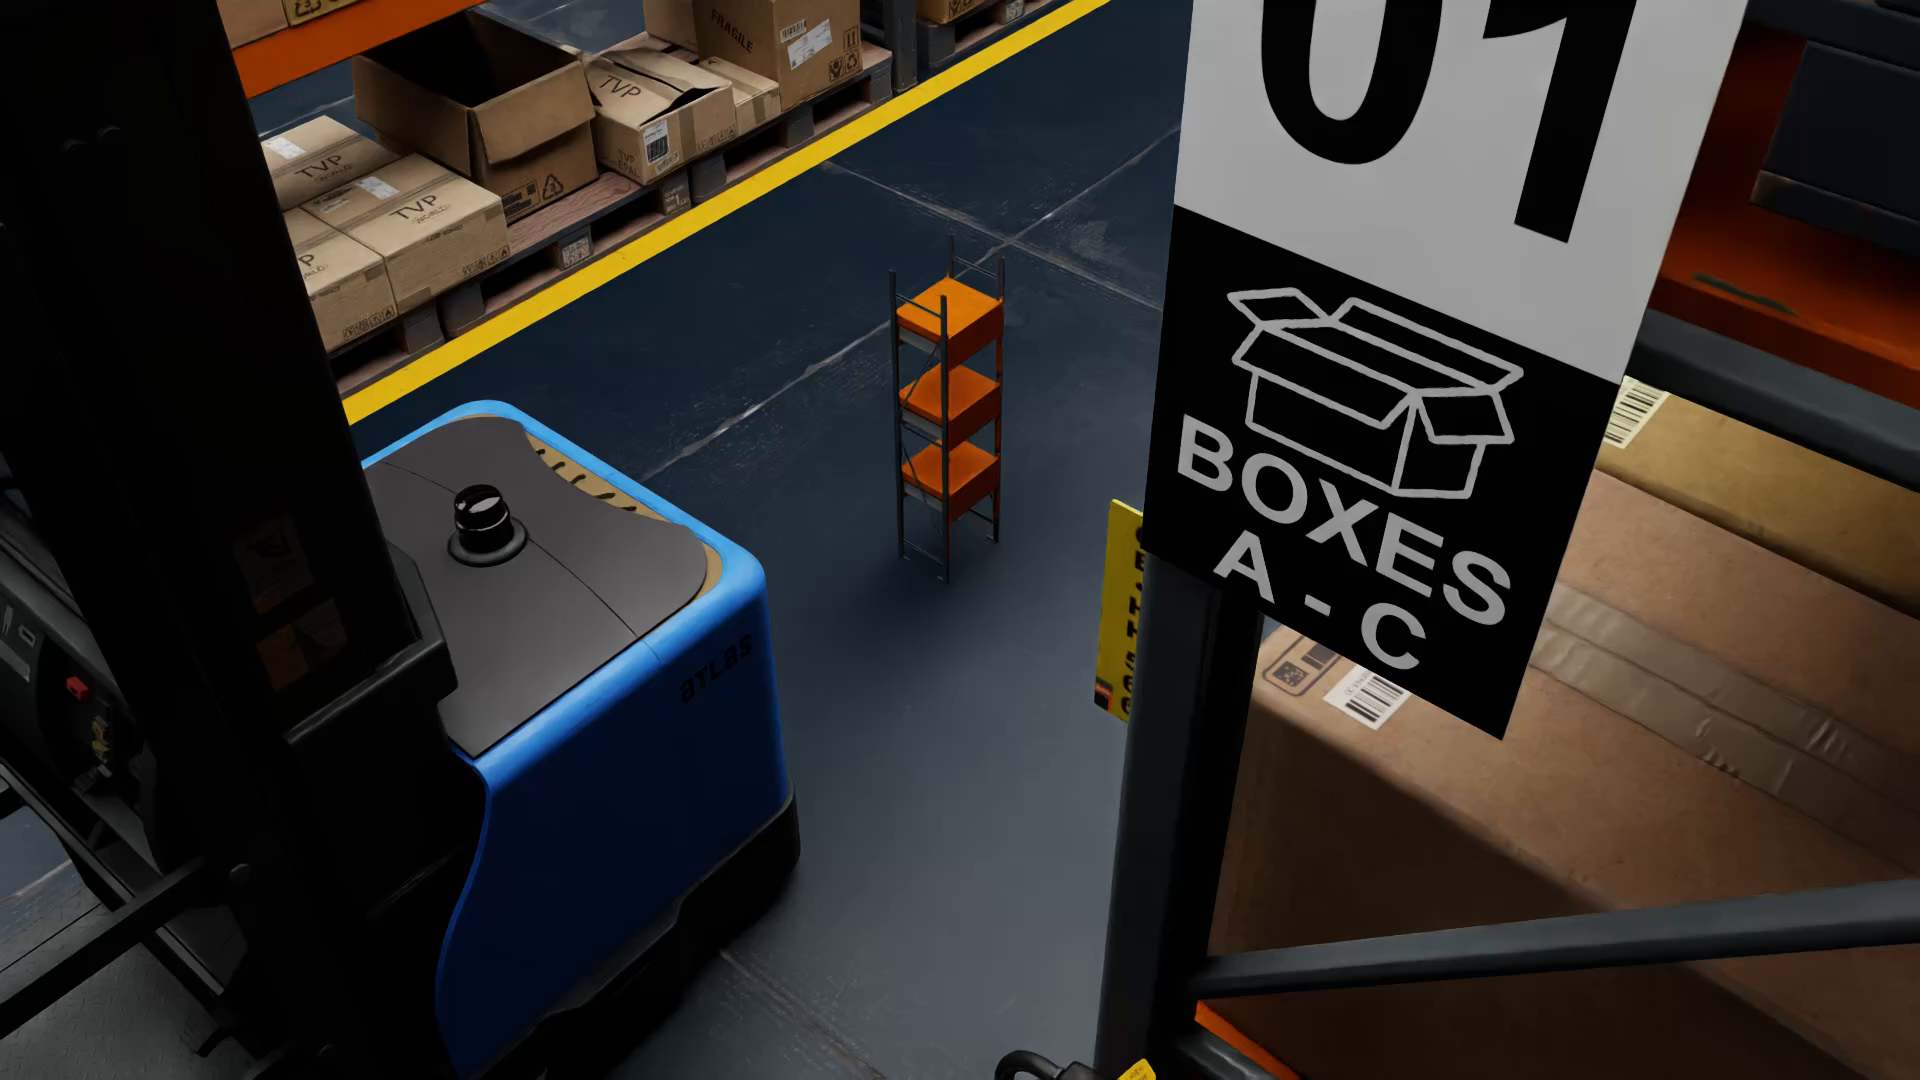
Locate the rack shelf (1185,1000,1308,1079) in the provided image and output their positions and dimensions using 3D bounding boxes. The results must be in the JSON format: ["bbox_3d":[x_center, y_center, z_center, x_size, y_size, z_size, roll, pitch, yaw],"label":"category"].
[{"bbox_3d":[1.895,0.092,3.454,1.077,0.370,4.000,29,50,28],"label":"rack shelf"}]

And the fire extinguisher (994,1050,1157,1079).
[{"bbox_3d":[0.157,0.900,2.365,0.296,0.674,0.183,29,50,28],"label":"fire extinguisher"}]

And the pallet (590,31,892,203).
[{"bbox_3d":[-1.055,-1.962,7.251,1.003,0.211,1.213,29,50,28],"label":"pallet"}]

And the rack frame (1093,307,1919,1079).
[{"bbox_3d":[0.605,0.854,2.081,0.949,2.616,0.053,29,50,28],"label":"rack frame"}]

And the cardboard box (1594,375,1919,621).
[{"bbox_3d":[1.388,0.098,2.689,0.980,0.700,0.700,29,50,28],"label":"cardboard box"}]

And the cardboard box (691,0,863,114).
[{"bbox_3d":[-0.762,-2.169,6.936,0.500,0.500,0.500,29,50,28],"label":"cardboard box"}]

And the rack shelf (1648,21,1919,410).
[{"bbox_3d":[1.895,-1.018,2.445,1.077,0.370,4.000,29,50,28],"label":"rack shelf"}]

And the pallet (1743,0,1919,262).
[{"bbox_3d":[1.077,-0.608,1.525,1.003,0.211,1.213,29,50,28],"label":"pallet"}]

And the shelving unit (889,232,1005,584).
[{"bbox_3d":[-0.034,-0.361,4.867,0.215,1.050,0.252,29,50,28],"label":"shelving unit"}]

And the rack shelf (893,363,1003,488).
[{"bbox_3d":[-0.034,-0.353,4.874,0.215,0.259,0.240,29,50,28],"label":"rack shelf"}]

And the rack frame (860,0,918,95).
[{"bbox_3d":[-0.612,-3.347,6.701,1.000,3.000,0.127,29,50,28],"label":"rack frame"}]

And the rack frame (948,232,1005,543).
[{"bbox_3d":[0.044,-0.424,4.936,0.200,1.050,0.008,29,50,28],"label":"rack frame"}]

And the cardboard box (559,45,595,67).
[{"bbox_3d":[-1.597,-1.889,6.877,0.380,0.166,0.250,29,50,28],"label":"cardboard box"}]

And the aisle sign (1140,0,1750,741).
[{"bbox_3d":[0.332,-0.199,1.307,0.394,0.787,0.004,29,50,28],"label":"aisle sign"}]

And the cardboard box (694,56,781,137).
[{"bbox_3d":[-0.957,-1.820,6.814,0.380,0.149,0.250,29,50,28],"label":"cardboard box"}]

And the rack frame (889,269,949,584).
[{"bbox_3d":[-0.113,-0.298,4.797,0.200,1.050,0.008,29,50,28],"label":"rack frame"}]

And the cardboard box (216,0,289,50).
[{"bbox_3d":[-2.371,-1.706,4.823,0.500,0.500,0.500,29,50,28],"label":"cardboard box"}]

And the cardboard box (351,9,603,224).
[{"bbox_3d":[-1.817,-1.616,6.327,0.797,0.503,0.637,29,50,28],"label":"cardboard box"}]

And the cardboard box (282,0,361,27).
[{"bbox_3d":[-2.046,-1.964,5.106,0.500,0.500,0.500,29,50,28],"label":"cardboard box"}]

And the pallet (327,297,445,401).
[{"bbox_3d":[-2.625,-0.705,5.869,1.003,0.211,1.213,29,50,28],"label":"pallet"}]

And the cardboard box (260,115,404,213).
[{"bbox_3d":[-2.391,-1.295,6.162,0.500,0.250,0.500,29,50,28],"label":"cardboard box"}]

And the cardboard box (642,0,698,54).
[{"bbox_3d":[-1.048,-2.392,7.323,0.500,0.311,0.500,29,50,28],"label":"cardboard box"}]

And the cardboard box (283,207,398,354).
[{"bbox_3d":[-2.297,-0.847,5.669,0.500,0.250,0.500,29,50,28],"label":"cardboard box"}]

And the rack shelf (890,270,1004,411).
[{"bbox_3d":[-0.034,-0.563,4.683,0.215,0.259,0.240,29,50,28],"label":"rack shelf"}]

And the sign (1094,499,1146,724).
[{"bbox_3d":[0.201,0.097,1.876,0.100,0.325,0.005,29,50,28],"label":"sign"}]

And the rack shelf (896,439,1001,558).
[{"bbox_3d":[-0.034,-0.147,5.061,0.215,0.259,0.240,29,50,28],"label":"rack shelf"}]

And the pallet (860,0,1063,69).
[{"bbox_3d":[-0.117,-2.750,8.118,1.003,0.211,1.213,29,50,28],"label":"pallet"}]

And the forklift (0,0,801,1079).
[{"bbox_3d":[-1.741,0.310,2.730,1.130,2.935,3.031,29,50,28],"label":"forklift"}]

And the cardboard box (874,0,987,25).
[{"bbox_3d":[-0.114,-2.728,7.552,0.500,0.500,0.500,27,49,27],"label":"cardboard box"}]

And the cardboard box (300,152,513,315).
[{"bbox_3d":[-1.976,-1.105,5.952,0.500,0.250,0.500,29,50,28],"label":"cardboard box"}]

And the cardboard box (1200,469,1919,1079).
[{"bbox_3d":[0.928,0.478,2.272,0.980,0.700,0.700,32,51,30],"label":"cardboard box"}]

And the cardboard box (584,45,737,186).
[{"bbox_3d":[-1.244,-1.712,6.575,0.500,0.311,0.500,29,50,28],"label":"cardboard box"}]

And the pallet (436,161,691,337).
[{"bbox_3d":[-1.840,-1.331,6.557,1.003,0.211,1.213,29,50,28],"label":"pallet"}]
